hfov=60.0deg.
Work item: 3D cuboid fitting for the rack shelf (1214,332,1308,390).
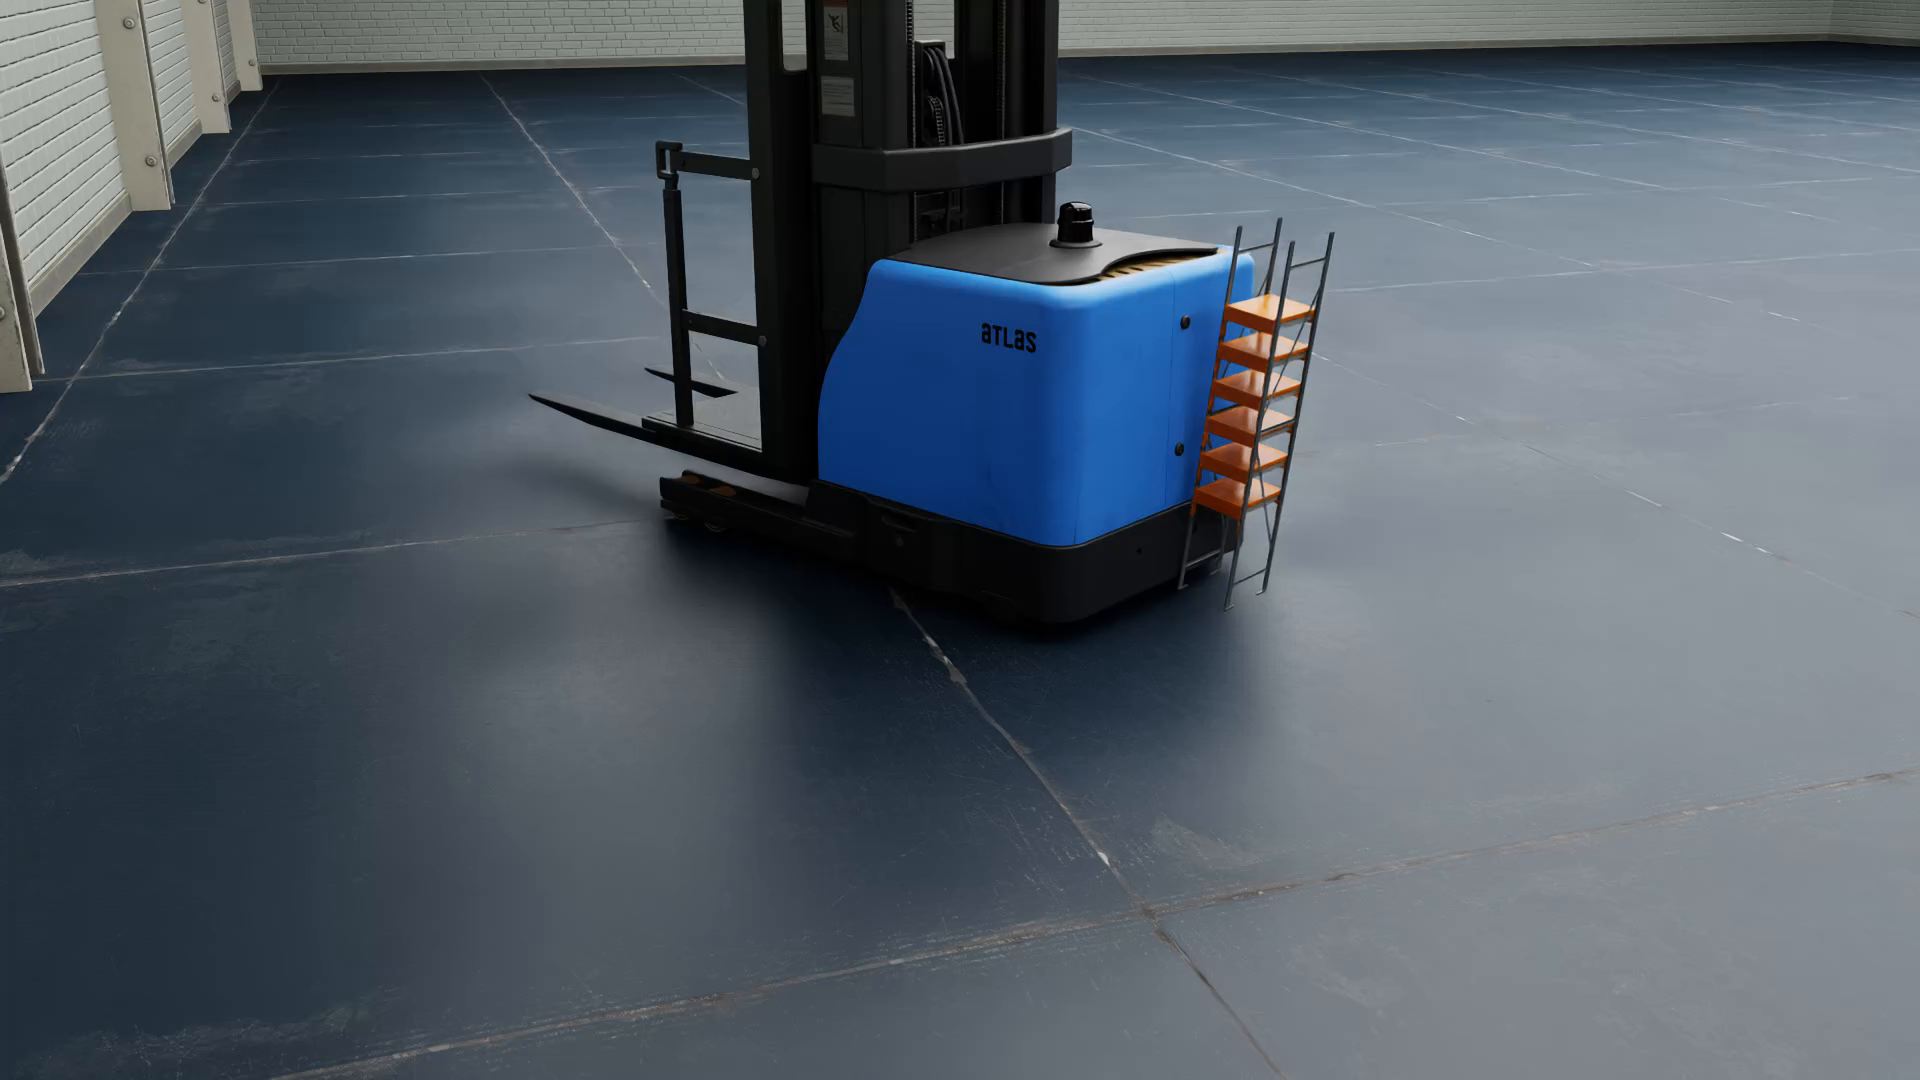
[{"bbox_3d":[0.929,-0.555,5.091,0.180,0.103,0.258,25,31,36],"label":"rack shelf"}]

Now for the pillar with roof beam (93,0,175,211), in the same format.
[{"bbox_3d":[-2.418,-7.373,13.131,9.100,9.000,0.400,-6,21,-17],"label":"pillar with roof beam"}]

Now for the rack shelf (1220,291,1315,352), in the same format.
[{"bbox_3d":[0.940,-0.664,5.041,0.180,0.103,0.258,25,31,36],"label":"rack shelf"}]

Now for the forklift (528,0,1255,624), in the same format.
[{"bbox_3d":[-0.465,-1.522,5.818,3.031,2.935,1.130,17,26,39],"label":"forklift"}]

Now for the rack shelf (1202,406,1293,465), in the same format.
[{"bbox_3d":[0.906,-0.338,5.191,0.180,0.103,0.258,25,31,36],"label":"rack shelf"}]

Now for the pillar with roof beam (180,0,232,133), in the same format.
[{"bbox_3d":[-4.304,-9.298,18.491,9.100,9.000,0.400,-6,21,-17],"label":"pillar with roof beam"}]

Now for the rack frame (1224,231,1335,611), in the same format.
[{"bbox_3d":[0.977,-0.347,5.118,0.006,1.200,0.240,25,31,36],"label":"rack frame"}]

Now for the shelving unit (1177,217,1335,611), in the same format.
[{"bbox_3d":[0.910,-0.378,5.172,0.189,1.200,0.258,25,31,36],"label":"shelving unit"}]

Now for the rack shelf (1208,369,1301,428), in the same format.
[{"bbox_3d":[0.917,-0.447,5.141,0.180,0.103,0.258,25,31,36],"label":"rack shelf"}]

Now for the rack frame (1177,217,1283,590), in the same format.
[{"bbox_3d":[0.843,-0.410,5.226,0.006,1.200,0.240,25,31,36],"label":"rack frame"}]

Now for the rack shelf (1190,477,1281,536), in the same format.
[{"bbox_3d":[0.884,-0.121,5.290,0.180,0.103,0.258,25,31,36],"label":"rack shelf"}]

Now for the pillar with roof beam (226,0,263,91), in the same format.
[{"bbox_3d":[-6.189,-11.224,23.852,9.100,9.000,0.400,-6,21,-17],"label":"pillar with roof beam"}]

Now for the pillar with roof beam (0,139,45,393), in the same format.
[{"bbox_3d":[-0.532,-5.447,7.770,9.100,9.000,0.400,-6,21,-17],"label":"pillar with roof beam"}]

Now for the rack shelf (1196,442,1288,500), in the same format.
[{"bbox_3d":[0.895,-0.230,5.241,0.180,0.103,0.258,25,31,36],"label":"rack shelf"}]
